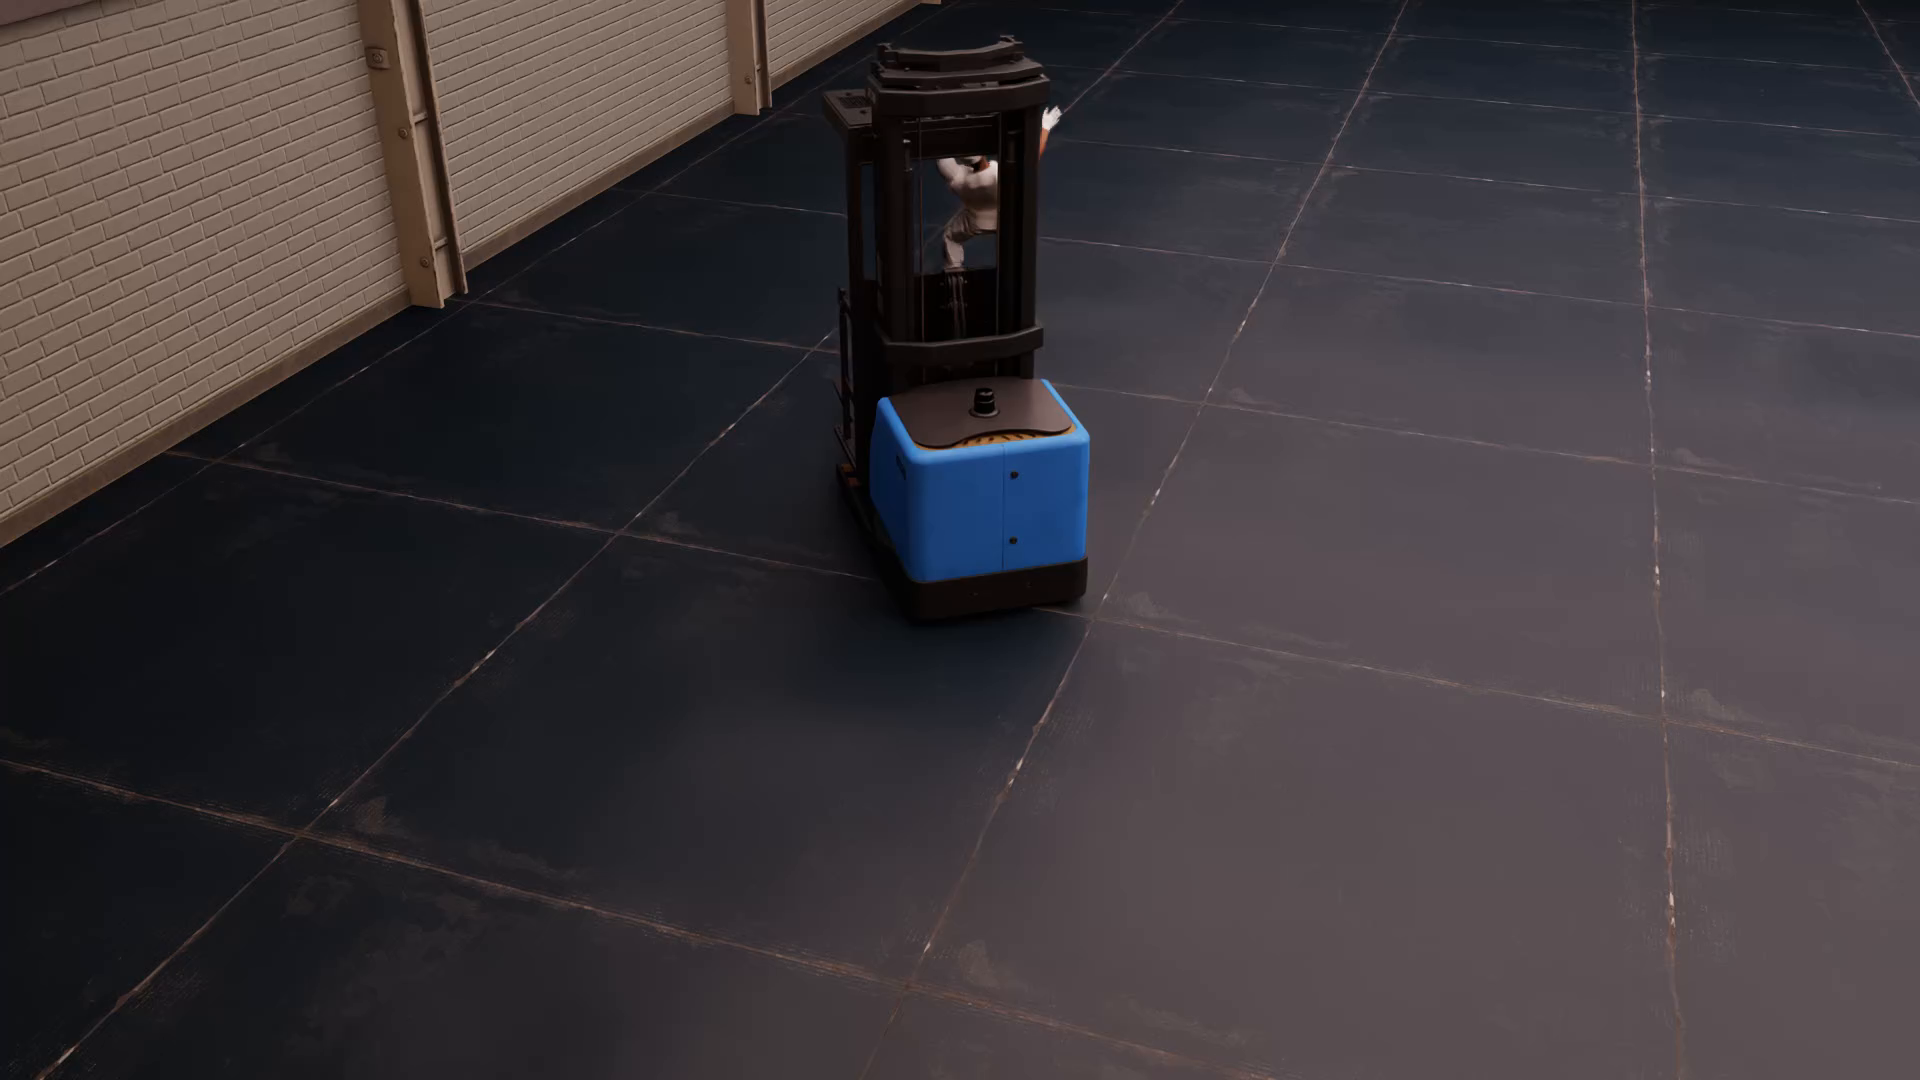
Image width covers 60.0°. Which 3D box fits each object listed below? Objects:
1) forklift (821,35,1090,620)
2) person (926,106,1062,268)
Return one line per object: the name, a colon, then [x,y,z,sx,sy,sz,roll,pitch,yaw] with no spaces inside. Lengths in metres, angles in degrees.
forklift: [-0.165,-1.548,9.852,1.130,2.935,3.031,-8,31,-13]
person: [0.238,-2.590,12.948,1.044,1.671,0.732,3,30,5]
